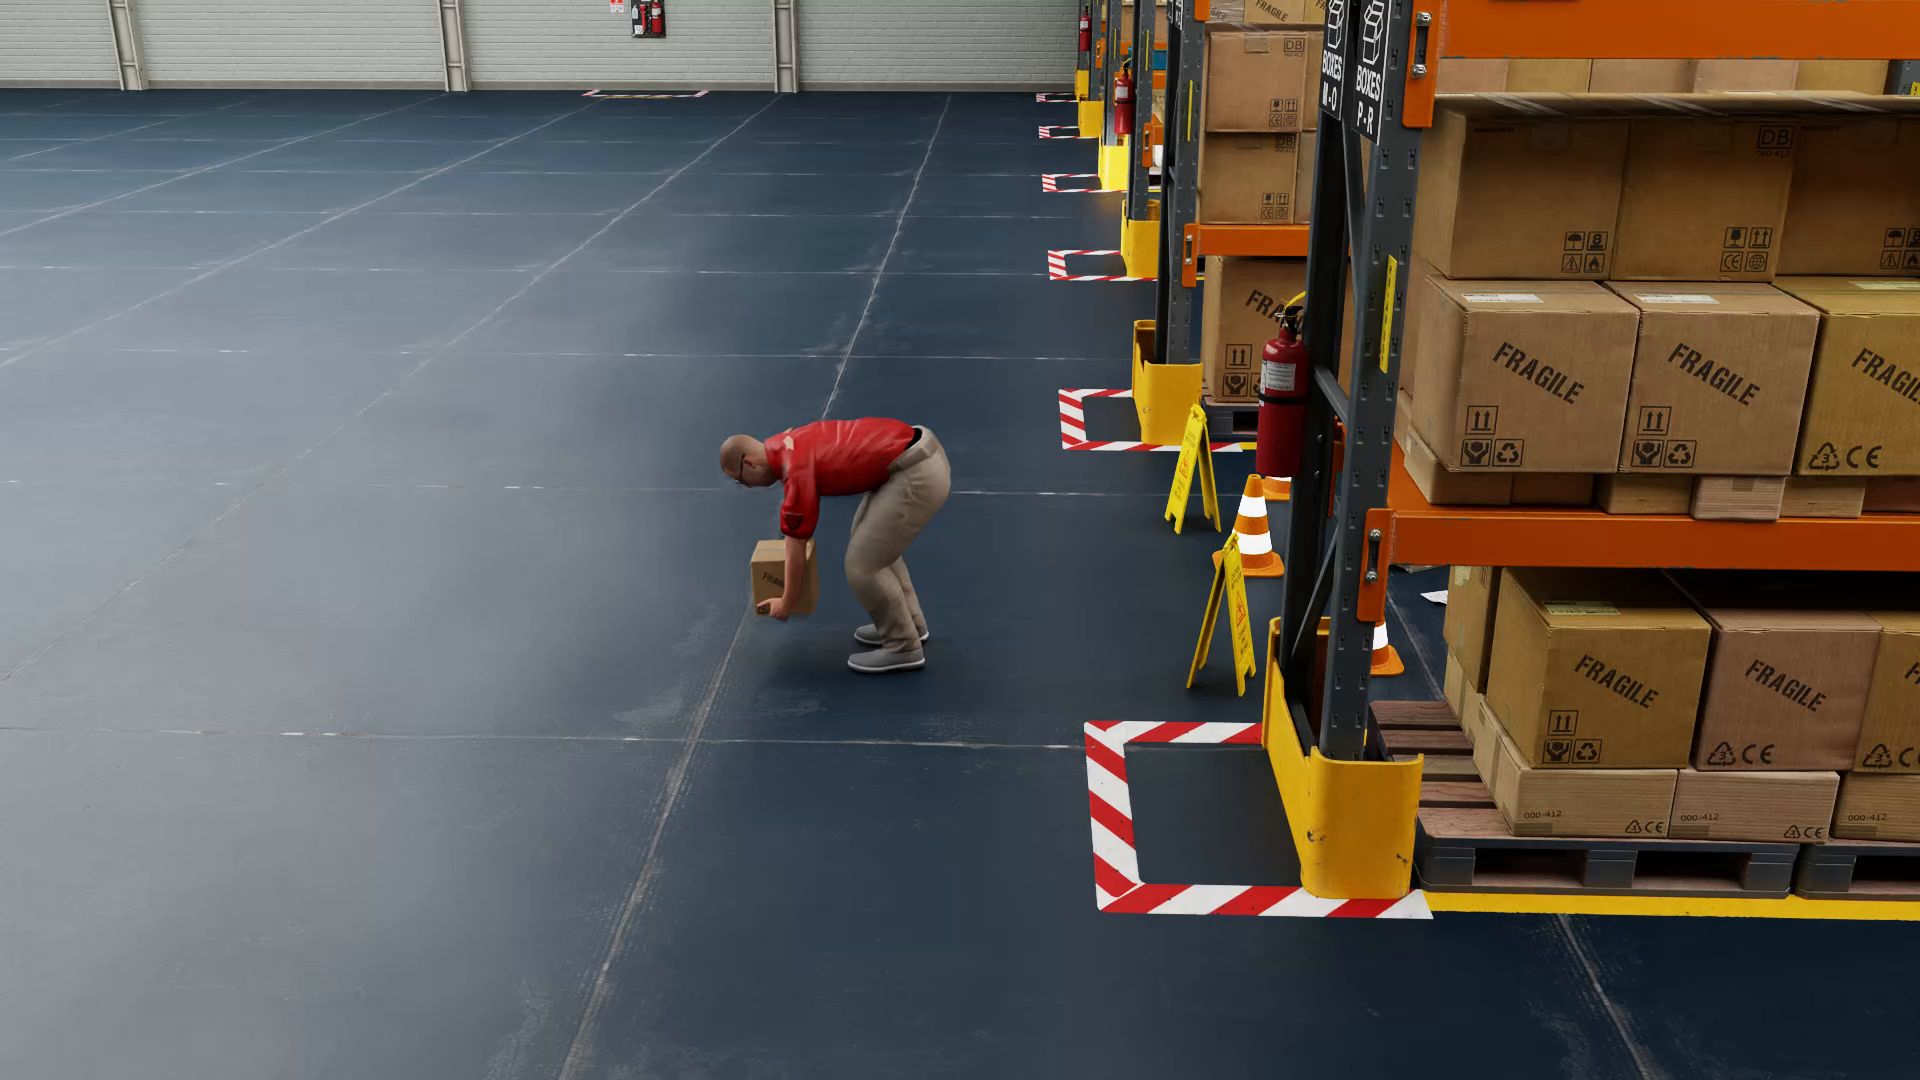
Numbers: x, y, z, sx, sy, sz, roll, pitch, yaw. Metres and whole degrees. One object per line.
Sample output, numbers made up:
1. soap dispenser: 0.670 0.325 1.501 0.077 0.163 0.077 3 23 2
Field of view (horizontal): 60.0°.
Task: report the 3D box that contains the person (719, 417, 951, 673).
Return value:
1. person: -0.519 0.004 7.060 0.963 1.049 0.497 0 21 0
